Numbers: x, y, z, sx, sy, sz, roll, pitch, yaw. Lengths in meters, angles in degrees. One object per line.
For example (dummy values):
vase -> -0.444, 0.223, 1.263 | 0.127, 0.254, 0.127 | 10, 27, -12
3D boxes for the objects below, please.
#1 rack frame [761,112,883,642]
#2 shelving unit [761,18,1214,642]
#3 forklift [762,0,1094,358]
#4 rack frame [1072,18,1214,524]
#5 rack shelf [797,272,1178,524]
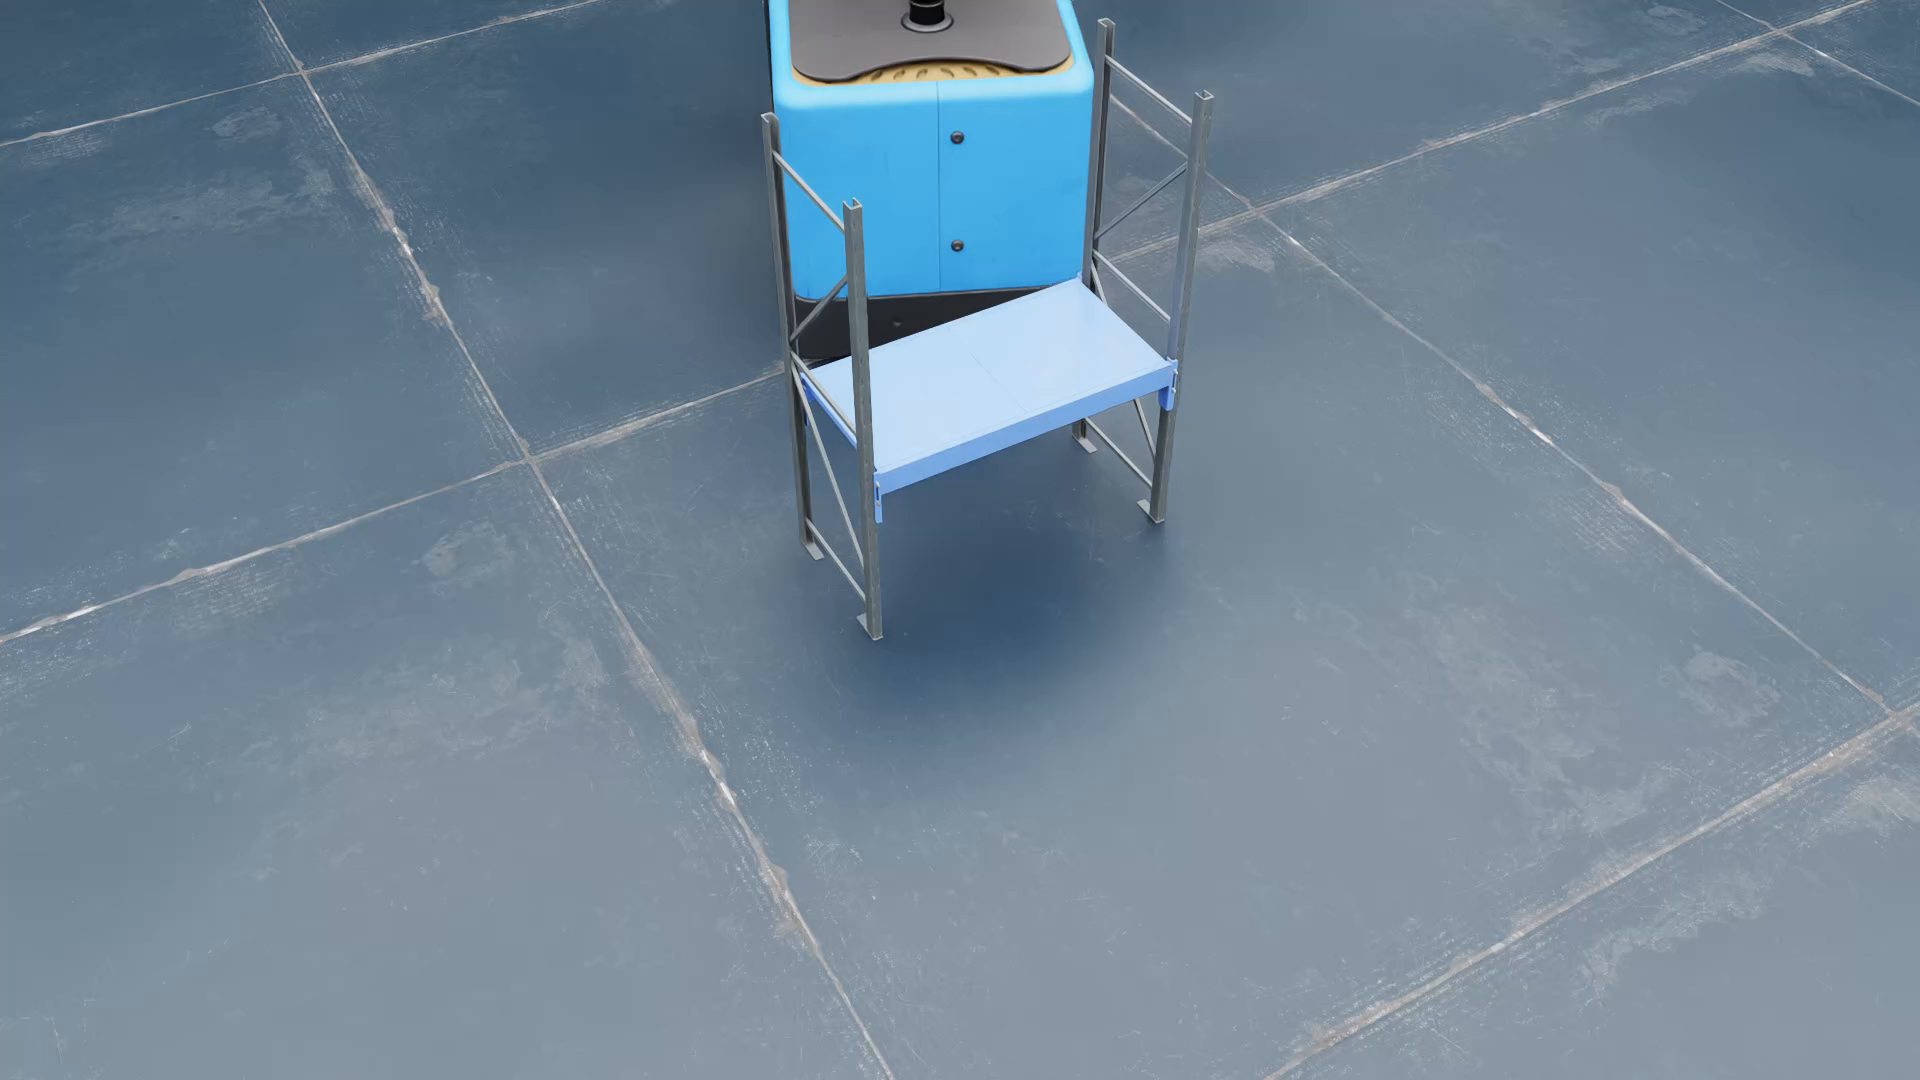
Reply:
rack frame -> -0.367, -0.391, 4.576 | 0.032, 1.500, 0.500 | -22, 48, -21
shelving unit -> 0.074, -0.568, 4.758 | 1.048, 1.500, 0.538 | -22, 48, -21
forklift -> -0.221, -2.714, 5.942 | 1.130, 2.935, 3.031 | -4, 44, -4
rack frame -> 0.515, -0.744, 4.940 | 0.032, 1.500, 0.500 | -22, 48, -21
rack shelf -> 0.074, -0.439, 4.883 | 1.000, 0.185, 0.538 | -22, 48, -21
